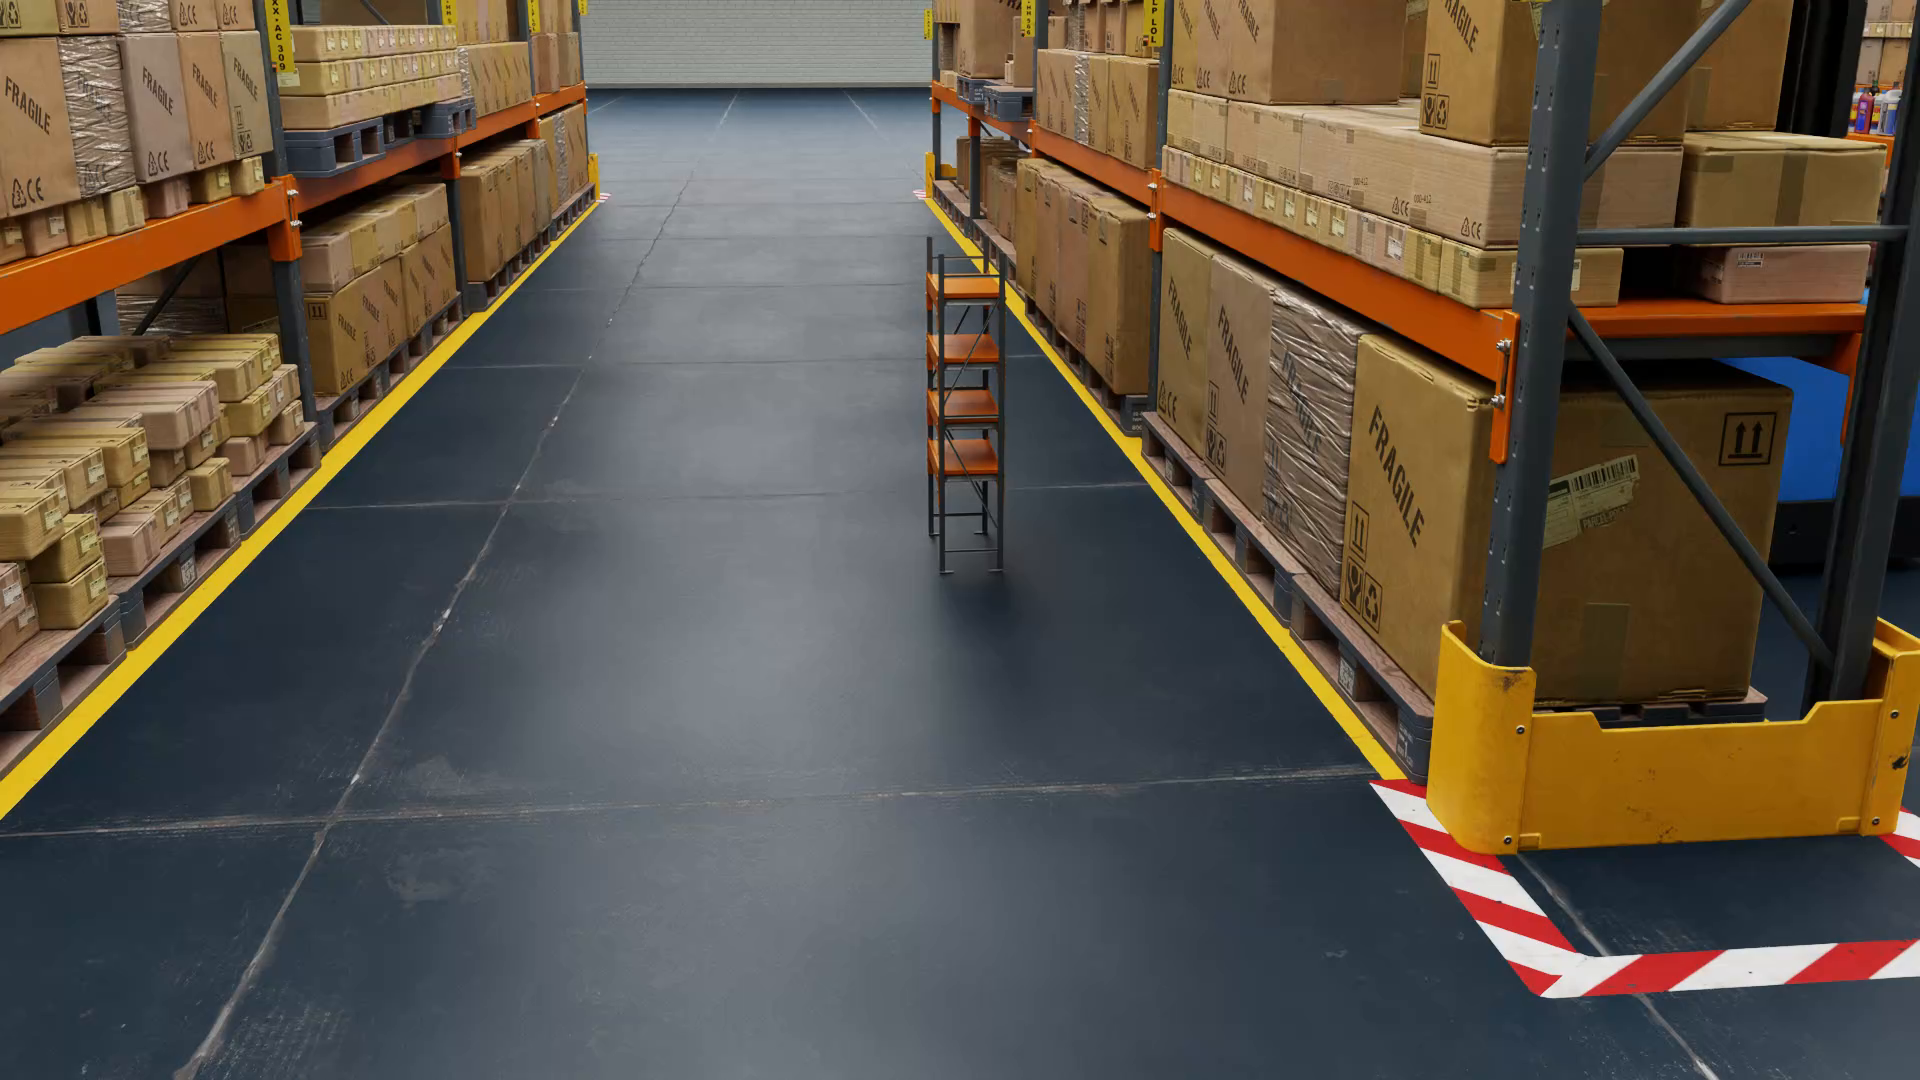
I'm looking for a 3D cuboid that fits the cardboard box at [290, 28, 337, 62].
[{"bbox_3d":[-3.107,-2.281,7.659,0.380,0.149,0.250,-1,17,-3],"label":"cardboard box"}]

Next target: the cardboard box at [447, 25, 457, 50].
[{"bbox_3d":[-3.430,-3.209,10.616,0.380,0.149,0.250,-2,18,-8],"label":"cardboard box"}]

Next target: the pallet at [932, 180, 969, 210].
[{"bbox_3d":[0.239,-3.887,18.706,1.003,0.211,1.213,-2,18,-6],"label":"pallet"}]

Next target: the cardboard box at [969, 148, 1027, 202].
[{"bbox_3d":[0.385,-3.773,17.158,0.500,0.500,0.500,-3,18,-11],"label":"cardboard box"}]

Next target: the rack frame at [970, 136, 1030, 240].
[{"bbox_3d":[0.595,-4.292,15.339,1.000,3.000,0.127,-2,18,-6],"label":"rack frame"}]

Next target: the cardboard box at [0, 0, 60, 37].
[{"bbox_3d":[-2.983,-1.708,4.776,0.500,0.500,0.500,-2,18,-7],"label":"cardboard box"}]

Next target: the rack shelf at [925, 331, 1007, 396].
[{"bbox_3d":[0.017,-0.672,6.293,0.258,0.148,0.480,-2,18,-6],"label":"rack shelf"}]

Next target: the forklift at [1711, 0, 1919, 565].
[{"bbox_3d":[2.983,-1.695,7.183,1.130,2.935,3.031,-3,18,-8],"label":"forklift"}]

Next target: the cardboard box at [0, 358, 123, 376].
[{"bbox_3d":[-3.650,-0.642,6.780,0.380,0.149,0.250,-2,18,-6],"label":"cardboard box"}]

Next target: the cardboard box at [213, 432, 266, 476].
[{"bbox_3d":[-3.109,-0.362,6.881,0.380,0.149,0.250,-2,18,-7],"label":"cardboard box"}]

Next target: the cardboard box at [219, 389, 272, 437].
[{"bbox_3d":[-3.090,-0.523,6.898,0.380,0.149,0.250,-2,18,-8],"label":"cardboard box"}]

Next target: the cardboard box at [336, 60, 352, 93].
[{"bbox_3d":[-3.136,-2.216,7.950,0.380,0.149,0.250,-2,18,-7],"label":"cardboard box"}]

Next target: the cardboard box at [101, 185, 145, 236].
[{"bbox_3d":[-3.029,-1.124,5.668,0.380,0.149,0.250,-1,17,-5],"label":"cardboard box"}]

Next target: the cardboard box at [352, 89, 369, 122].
[{"bbox_3d":[-3.163,-2.154,8.249,0.380,0.149,0.250,-2,18,-5],"label":"cardboard box"}]

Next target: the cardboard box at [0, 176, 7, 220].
[{"bbox_3d":[-2.963,-1.084,4.458,0.500,0.500,0.500,-2,18,-6],"label":"cardboard box"}]

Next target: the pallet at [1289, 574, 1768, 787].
[{"bbox_3d":[1.672,0.378,5.120,1.003,0.211,1.213,-2,18,-6],"label":"pallet"}]

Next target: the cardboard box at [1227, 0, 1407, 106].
[{"bbox_3d":[1.317,-1.884,6.171,0.500,0.500,0.500,-2,18,-7],"label":"cardboard box"}]

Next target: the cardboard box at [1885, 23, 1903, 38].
[{"bbox_3d":[10.078,-5.406,17.640,0.380,0.149,0.250,-1,17,-4],"label":"cardboard box"}]

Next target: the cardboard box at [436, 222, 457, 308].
[{"bbox_3d":[-3.608,-1.796,10.863,0.500,0.500,0.500,-2,18,-6],"label":"cardboard box"}]

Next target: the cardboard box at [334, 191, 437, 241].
[{"bbox_3d":[-3.542,-1.996,10.249,0.500,0.250,0.500,-2,17,-5],"label":"cardboard box"}]

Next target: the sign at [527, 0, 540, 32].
[{"bbox_3d":[-3.810,-4.703,14.848,0.100,0.325,0.005,-2,18,-6],"label":"sign"}]

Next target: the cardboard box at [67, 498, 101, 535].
[{"bbox_3d":[-3.036,-0.049,5.386,0.380,0.149,0.250,-3,18,-8],"label":"cardboard box"}]

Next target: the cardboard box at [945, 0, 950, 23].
[{"bbox_3d":[0.123,-5.531,16.953,0.500,0.500,0.500,-2,18,-6],"label":"cardboard box"}]

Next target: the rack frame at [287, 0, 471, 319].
[{"bbox_3d":[-3.936,-2.977,11.151,1.000,3.000,0.127,-2,18,-6],"label":"rack frame"}]

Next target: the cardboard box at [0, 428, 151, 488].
[{"bbox_3d":[-2.983,-0.275,5.611,0.380,0.149,0.250,-2,17,-5],"label":"cardboard box"}]

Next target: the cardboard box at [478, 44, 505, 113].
[{"bbox_3d":[-3.870,-3.617,13.022,0.500,0.500,0.500,-2,18,-6],"label":"cardboard box"}]

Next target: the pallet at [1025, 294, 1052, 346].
[{"bbox_3d":[1.014,-1.532,11.205,1.003,0.211,1.213,-2,18,-6],"label":"pallet"}]

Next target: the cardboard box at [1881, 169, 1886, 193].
[{"bbox_3d":[10.076,-3.914,18.026,0.500,0.250,0.500,-2,18,-6],"label":"cardboard box"}]

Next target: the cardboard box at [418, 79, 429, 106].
[{"bbox_3d":[-3.326,-2.619,9.731,0.380,0.149,0.250,-3,18,-8],"label":"cardboard box"}]

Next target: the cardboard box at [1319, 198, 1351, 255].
[{"bbox_3d":[1.362,-0.997,5.263,0.380,0.149,0.250,-2,18,-7],"label":"cardboard box"}]

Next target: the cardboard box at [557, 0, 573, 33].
[{"bbox_3d":[-4.613,-5.674,17.690,0.875,0.550,0.550,-2,18,-6],"label":"cardboard box"}]

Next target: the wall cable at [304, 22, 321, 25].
[{"bbox_3d":[-17.519,-16.025,47.881,3.097,2.526,0.112,-2,18,-6],"label":"wall cable"}]

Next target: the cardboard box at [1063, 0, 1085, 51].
[{"bbox_3d":[1.067,-3.408,10.682,0.797,0.503,0.637,-1,17,-4],"label":"cardboard box"}]

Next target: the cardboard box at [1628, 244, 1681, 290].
[{"bbox_3d":[2.096,-0.789,4.601,0.380,0.149,0.250,-2,18,-6],"label":"cardboard box"}]

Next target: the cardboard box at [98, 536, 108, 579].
[{"bbox_3d":[-3.026,0.099,5.413,0.380,0.149,0.250,-2,18,-5],"label":"cardboard box"}]

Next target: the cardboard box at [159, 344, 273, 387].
[{"bbox_3d":[-3.162,-0.736,7.079,0.380,0.149,0.250,-2,17,-5],"label":"cardboard box"}]

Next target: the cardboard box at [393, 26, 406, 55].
[{"bbox_3d":[-3.273,-2.746,9.142,0.380,0.149,0.250,-1,17,-4],"label":"cardboard box"}]

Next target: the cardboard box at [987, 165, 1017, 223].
[{"bbox_3d":[0.637,-3.125,15.063,0.700,0.500,0.500,-3,18,-10],"label":"cardboard box"}]

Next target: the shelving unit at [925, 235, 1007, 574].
[{"bbox_3d":[0.017,-0.523,6.340,0.258,1.200,0.503,-2,18,-6],"label":"shelving unit"}]

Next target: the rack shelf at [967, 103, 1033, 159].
[{"bbox_3d":[0.801,-3.352,13.549,1.077,0.370,4.000,-2,18,-6],"label":"rack shelf"}]

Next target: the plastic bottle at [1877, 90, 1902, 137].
[{"bbox_3d":[5.800,-2.642,10.290,0.152,0.276,0.135,-2,18,-6],"label":"plastic bottle"}]

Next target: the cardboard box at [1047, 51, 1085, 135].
[{"bbox_3d":[0.843,-2.841,10.551,0.500,0.500,0.500,-2,18,-7],"label":"cardboard box"}]

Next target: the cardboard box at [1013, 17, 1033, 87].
[{"bbox_3d":[0.755,-3.671,12.493,0.700,0.500,0.500,1,17,3],"label":"cardboard box"}]

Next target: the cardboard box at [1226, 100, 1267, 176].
[{"bbox_3d":[1.313,-1.528,6.290,0.500,0.250,0.500,-1,17,-4],"label":"cardboard box"}]

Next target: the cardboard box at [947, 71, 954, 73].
[{"bbox_3d":[0.057,-4.973,17.928,0.380,0.149,0.250,-2,18,-6],"label":"cardboard box"}]

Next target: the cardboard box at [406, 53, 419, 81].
[{"bbox_3d":[-3.297,-2.682,9.433,0.380,0.149,0.250,-1,17,-4],"label":"cardboard box"}]

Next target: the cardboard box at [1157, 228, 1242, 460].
[{"bbox_3d":[1.409,-0.896,7.368,0.875,0.875,0.875,-2,18,-6],"label":"cardboard box"}]

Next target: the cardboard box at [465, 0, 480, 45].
[{"bbox_3d":[-4.134,-4.091,12.864,0.700,0.500,0.500,-2,18,-6],"label":"cardboard box"}]

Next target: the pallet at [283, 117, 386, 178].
[{"bbox_3d":[-3.458,-1.926,8.123,1.003,0.211,1.213,-2,18,-6],"label":"pallet"}]

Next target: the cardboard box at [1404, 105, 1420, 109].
[{"bbox_3d":[1.884,-1.398,5.875,0.500,0.250,0.500,-2,18,-7],"label":"cardboard box"}]

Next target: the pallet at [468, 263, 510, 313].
[{"bbox_3d":[-3.943,-1.883,12.324,1.003,0.211,1.213,-2,18,-6],"label":"pallet"}]

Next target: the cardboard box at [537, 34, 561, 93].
[{"bbox_3d":[-4.417,-4.677,16.317,0.875,0.550,0.550,-2,18,-6],"label":"cardboard box"}]

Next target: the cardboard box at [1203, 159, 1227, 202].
[{"bbox_3d":[1.204,-1.455,6.722,0.380,0.149,0.250,-2,18,-7],"label":"cardboard box"}]

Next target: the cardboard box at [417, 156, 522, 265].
[{"bbox_3d":[-4.003,-2.548,12.841,1.050,0.750,0.750,-2,17,-5],"label":"cardboard box"}]

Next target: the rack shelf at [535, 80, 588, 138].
[{"bbox_3d":[-4.555,-4.421,16.952,1.077,0.370,4.000,-2,18,-6],"label":"rack shelf"}]
